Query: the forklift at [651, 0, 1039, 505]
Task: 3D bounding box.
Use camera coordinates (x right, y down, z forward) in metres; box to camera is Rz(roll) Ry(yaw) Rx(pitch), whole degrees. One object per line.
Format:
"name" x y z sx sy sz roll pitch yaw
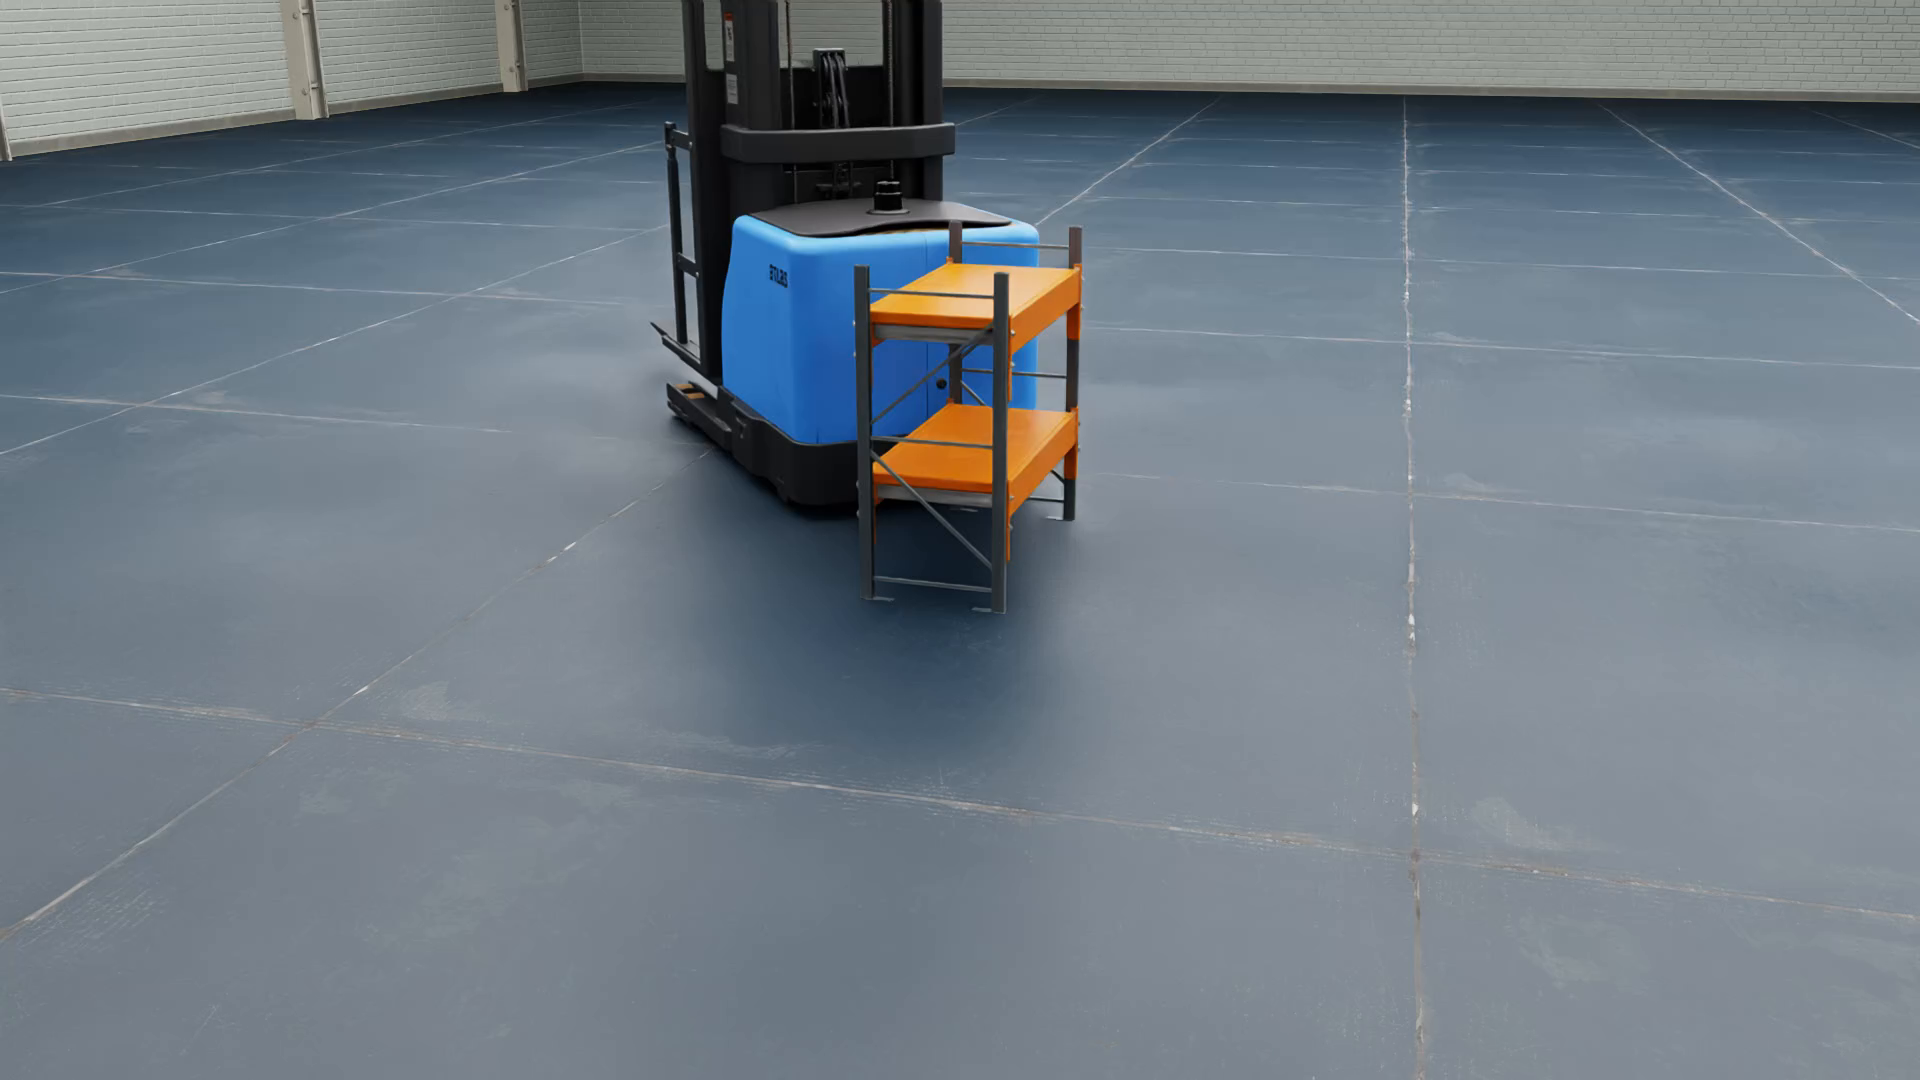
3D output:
"forklift" -0.737 -1.955 7.377 1.130 2.935 3.031 -8 21 -23

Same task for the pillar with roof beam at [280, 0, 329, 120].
"pillar with roof beam" -5.191 -10.012 21.578 9.100 9.000 0.400 5 19 13

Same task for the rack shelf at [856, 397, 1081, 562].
"rack shelf" 0.056 -0.238 5.900 0.538 0.278 1.000 6 20 16

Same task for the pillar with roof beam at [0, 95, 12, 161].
"pillar with roof beam" -6.657 -8.131 16.072 9.100 9.000 0.400 5 19 13

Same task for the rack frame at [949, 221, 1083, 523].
"rack frame" 0.202 -0.627 6.282 0.500 1.125 0.032 6 20 16

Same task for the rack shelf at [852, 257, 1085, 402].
"rack shelf" 0.056 -0.746 5.727 0.538 0.278 1.000 6 20 16

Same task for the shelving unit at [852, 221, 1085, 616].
"shelving unit" 0.056 -0.469 5.821 0.538 1.125 1.048 6 20 16

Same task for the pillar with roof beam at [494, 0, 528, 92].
"pillar with roof beam" -3.725 -11.893 27.084 9.100 9.000 0.400 5 19 13

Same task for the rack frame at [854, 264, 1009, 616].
"rack frame" -0.091 -0.312 5.361 0.500 1.125 0.032 6 20 16
